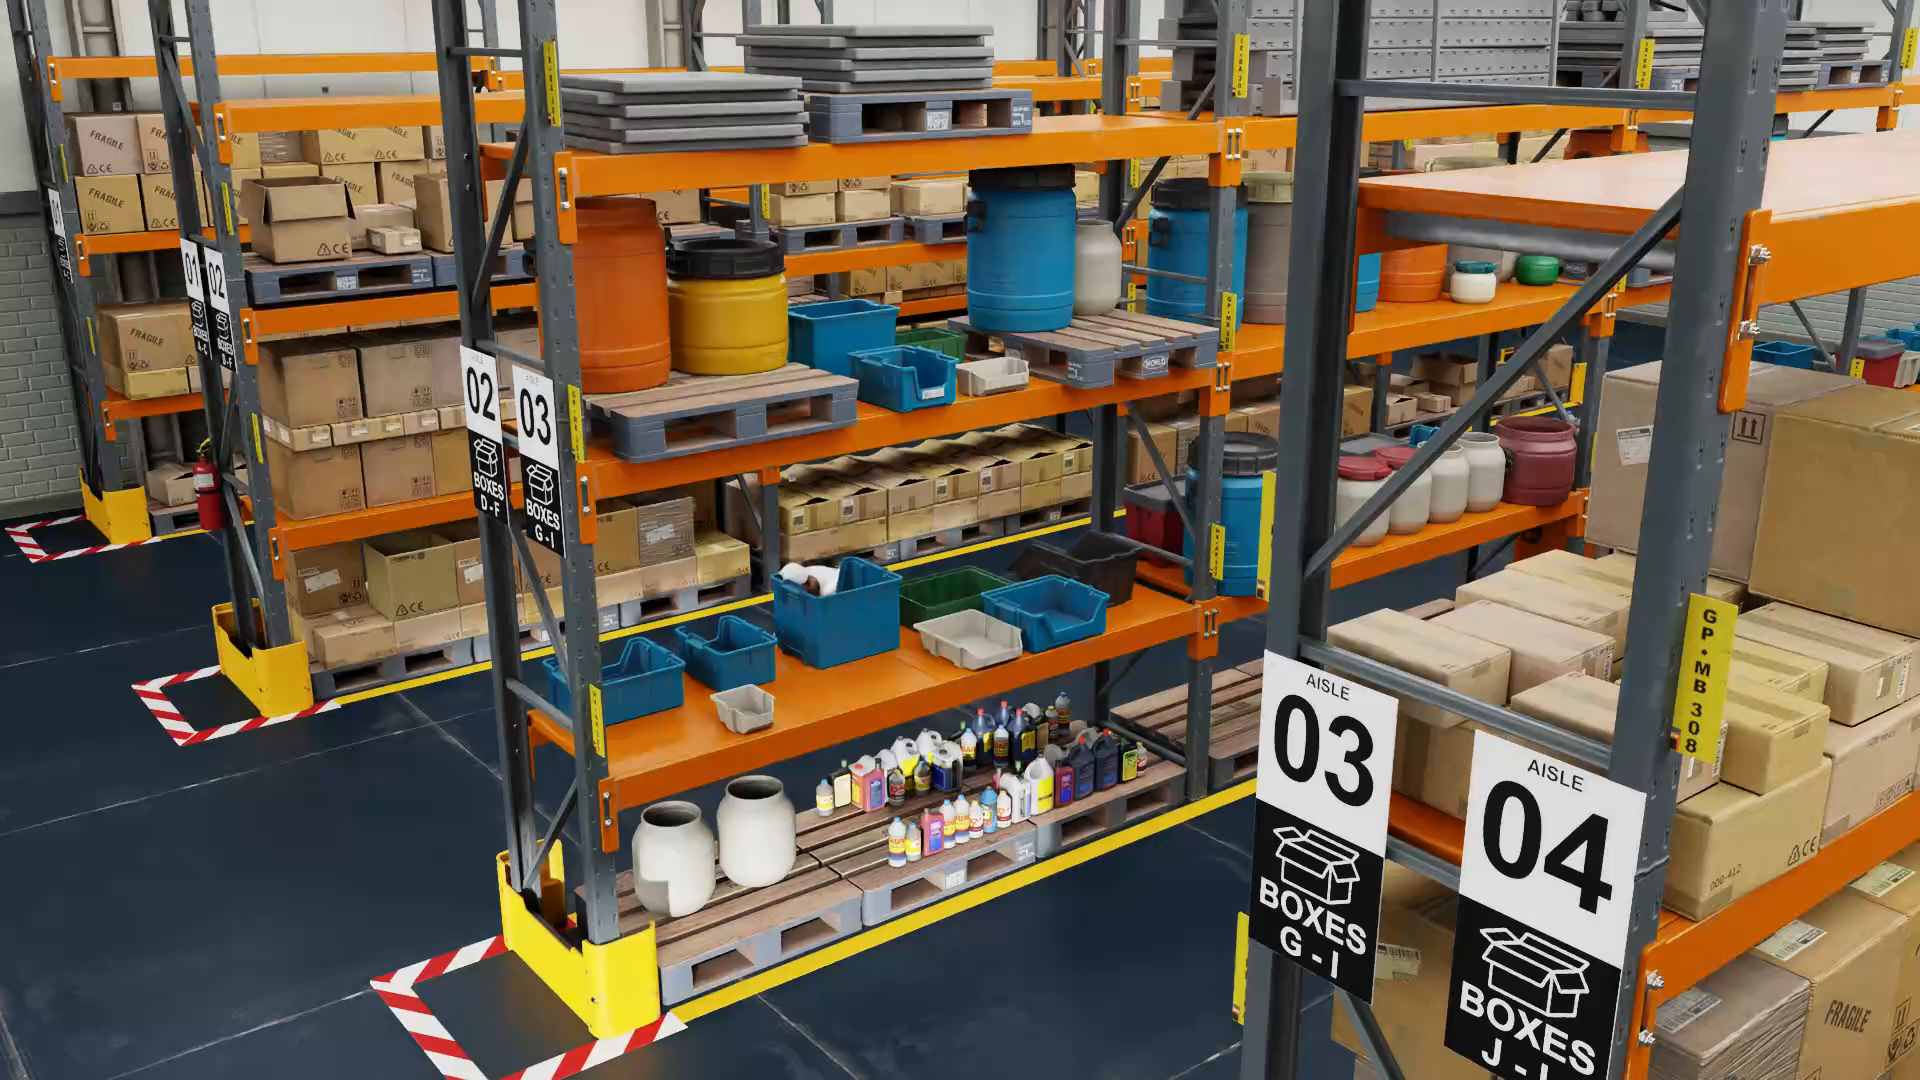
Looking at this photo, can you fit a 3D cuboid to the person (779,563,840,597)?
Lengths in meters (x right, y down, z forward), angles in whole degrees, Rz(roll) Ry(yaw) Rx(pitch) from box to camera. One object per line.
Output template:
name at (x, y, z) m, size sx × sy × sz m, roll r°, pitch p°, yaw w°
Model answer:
person at (-0.935, 0.594, 11.883) m, size 0.903 × 1.038 × 0.572 m, roll -13°, pitch 22°, yaw -36°
